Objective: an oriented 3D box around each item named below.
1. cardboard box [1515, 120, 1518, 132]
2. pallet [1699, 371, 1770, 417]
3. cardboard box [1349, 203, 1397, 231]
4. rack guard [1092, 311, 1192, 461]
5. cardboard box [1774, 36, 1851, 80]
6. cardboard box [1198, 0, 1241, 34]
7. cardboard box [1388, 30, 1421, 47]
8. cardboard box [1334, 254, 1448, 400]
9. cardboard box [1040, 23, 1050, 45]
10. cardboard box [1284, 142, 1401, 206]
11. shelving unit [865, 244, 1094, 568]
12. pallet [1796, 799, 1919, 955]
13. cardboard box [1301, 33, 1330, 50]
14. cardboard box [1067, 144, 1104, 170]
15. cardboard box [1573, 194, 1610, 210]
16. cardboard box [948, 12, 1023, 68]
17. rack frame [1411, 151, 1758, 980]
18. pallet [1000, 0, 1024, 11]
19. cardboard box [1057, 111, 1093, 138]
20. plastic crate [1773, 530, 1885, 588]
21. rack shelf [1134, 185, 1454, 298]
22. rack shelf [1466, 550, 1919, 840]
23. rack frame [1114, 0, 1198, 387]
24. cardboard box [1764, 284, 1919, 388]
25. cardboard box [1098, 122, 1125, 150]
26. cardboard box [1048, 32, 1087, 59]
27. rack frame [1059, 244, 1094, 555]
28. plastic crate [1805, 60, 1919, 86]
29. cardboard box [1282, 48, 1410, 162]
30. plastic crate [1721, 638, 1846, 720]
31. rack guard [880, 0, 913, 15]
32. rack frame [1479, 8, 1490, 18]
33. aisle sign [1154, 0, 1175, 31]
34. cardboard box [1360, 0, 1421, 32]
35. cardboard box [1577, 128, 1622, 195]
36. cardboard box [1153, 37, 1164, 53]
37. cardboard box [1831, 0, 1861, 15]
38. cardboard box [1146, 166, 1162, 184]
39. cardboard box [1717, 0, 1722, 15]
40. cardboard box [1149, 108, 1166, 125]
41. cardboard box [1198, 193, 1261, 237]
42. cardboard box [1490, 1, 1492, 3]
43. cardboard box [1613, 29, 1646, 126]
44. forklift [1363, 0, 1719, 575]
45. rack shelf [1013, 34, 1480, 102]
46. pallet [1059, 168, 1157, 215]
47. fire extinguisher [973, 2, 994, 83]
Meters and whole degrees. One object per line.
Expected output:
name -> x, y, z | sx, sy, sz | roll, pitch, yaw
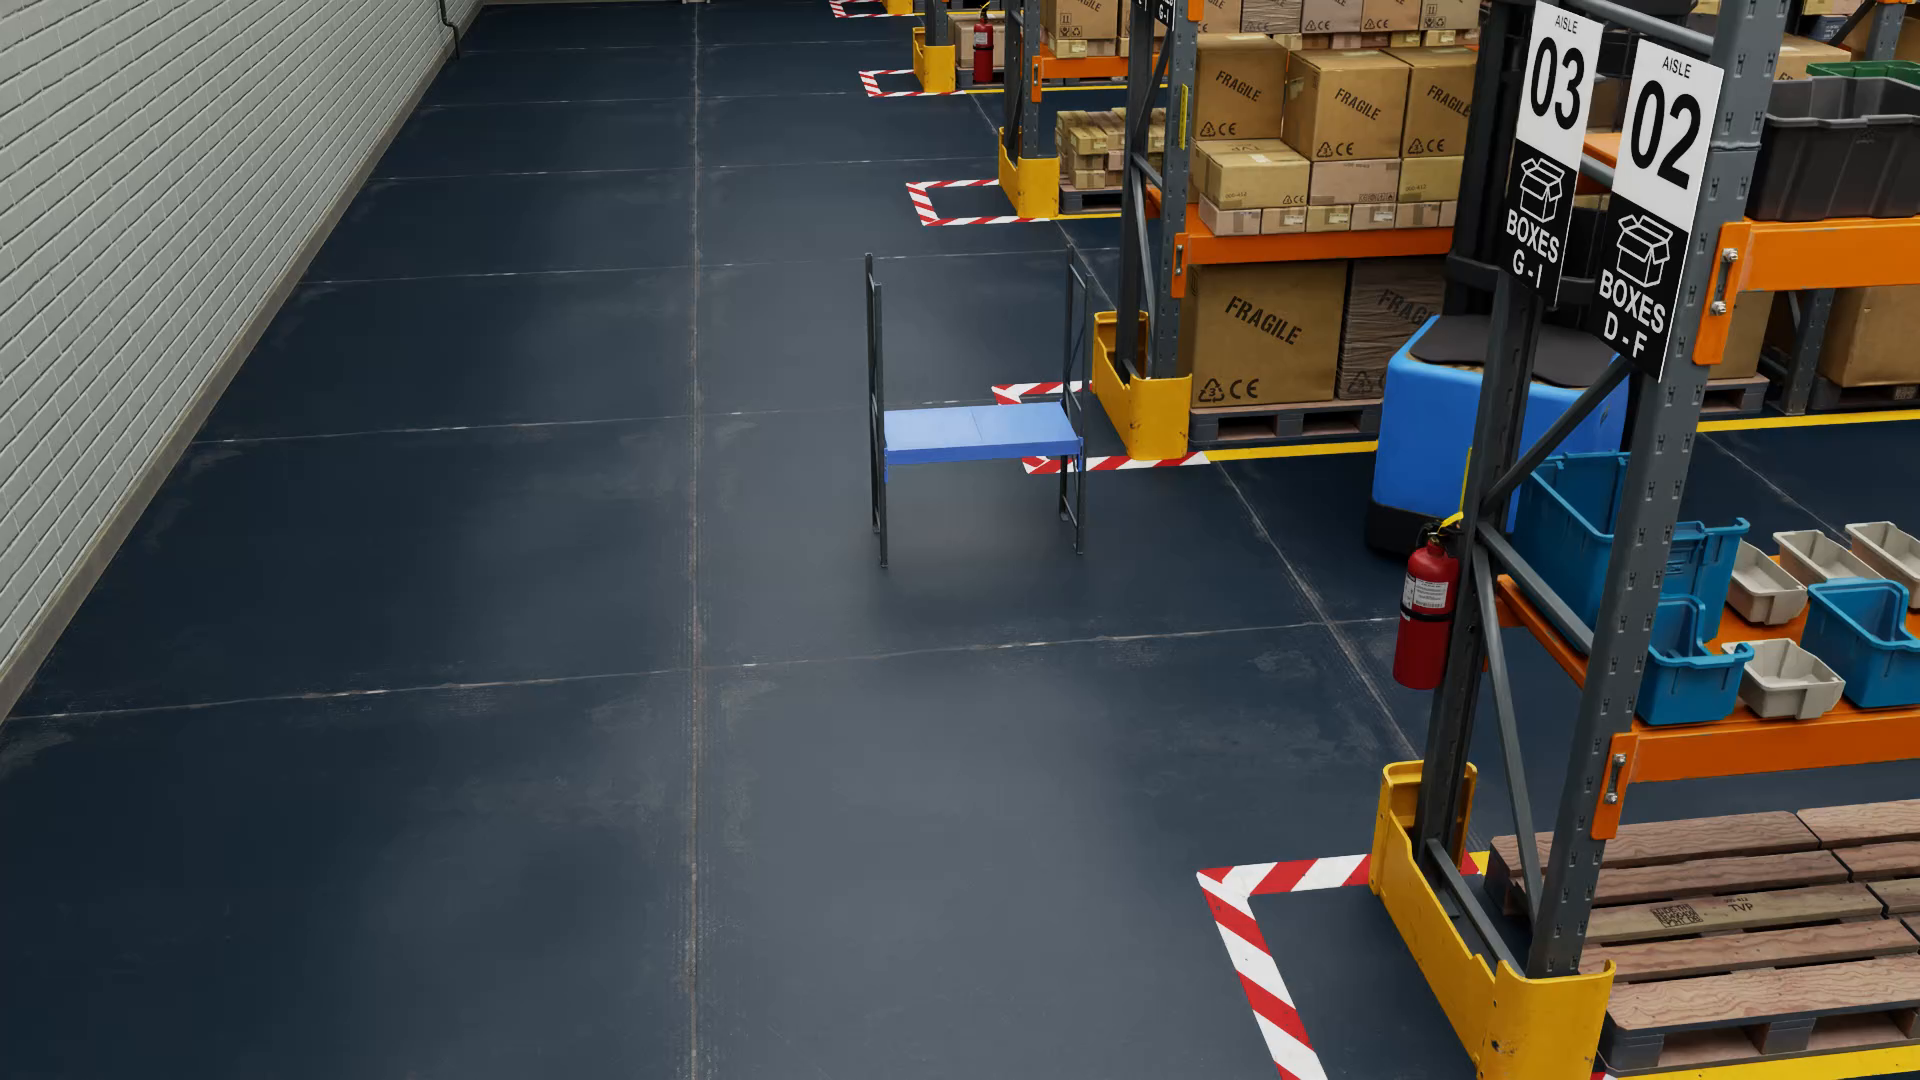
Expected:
cardboard box -> 3.072, -2.381, 9.943 | 0.500, 0.250, 0.500 | -4, 27, -7
pallet -> 4.304, -1.066, 10.596 | 1.213, 0.211, 1.003 | -4, 27, -7
cardboard box -> 2.270, -1.877, 9.398 | 0.250, 0.149, 0.380 | -4, 27, -8
rack guard -> 1.083, -0.952, 10.057 | 0.348, 0.500, 1.175 | -4, 27, -7
cardboard box -> 4.650, -2.569, 9.488 | 0.500, 0.500, 0.500 | -3, 27, -6
cardboard box -> 2.013, -4.465, 13.732 | 0.500, 0.500, 0.500 | -3, 27, -6
cardboard box -> 3.714, -4.277, 14.075 | 0.250, 0.149, 0.380 | -3, 27, -5
cardboard box -> 2.631, -1.442, 10.141 | 0.875, 0.875, 0.875 | -4, 27, -7
cardboard box -> 0.800, -4.351, 14.218 | 0.250, 0.149, 0.380 | -4, 27, -7
cardboard box -> 2.134, -2.075, 9.347 | 0.500, 0.250, 0.500 | -4, 27, -8
shelving unit -> 0.084, -0.673, 8.418 | 1.048, 1.500, 0.538 | -4, 27, -7
pallet -> 3.825, 1.303, 5.978 | 1.213, 0.211, 1.003 | -4, 27, -7
cardboard box -> 2.931, -4.249, 14.020 | 0.250, 0.149, 0.380 | -4, 27, -8
cardboard box -> 1.071, -3.282, 14.197 | 0.250, 0.149, 0.380 | -3, 27, -5
cardboard box -> 3.539, -1.958, 9.556 | 0.250, 0.149, 0.380 | -4, 27, -8
cardboard box -> 0.366, -5.679, 18.879 | 0.875, 0.438, 0.875 | -5, 28, -9
rack frame -> 1.797, 0.174, 5.125 | 0.127, 3.000, 1.000 | -4, 27, -7
pallet -> 1.101, -7.680, 23.487 | 1.213, 0.211, 1.003 | -4, 27, -7
cardboard box -> 1.005, -3.645, 14.580 | 0.250, 0.149, 0.380 | -3, 27, -7
plastic crate -> 2.868, 0.119, 5.456 | 0.243, 0.136, 0.396 | -4, 27, -7
rack shelf -> 3.088, -1.872, 9.901 | 4.000, 0.370, 1.077 | -4, 27, -7
rack shelf -> 3.778, 0.367, 5.538 | 4.000, 0.370, 1.077 | -4, 27, -7
rack frame -> 1.107, -2.065, 9.489 | 0.127, 3.000, 1.000 | -4, 27, -7
cardboard box -> 5.699, -1.611, 10.471 | 0.875, 0.875, 1.225 | -4, 27, -7
cardboard box -> 1.339, -3.449, 14.197 | 0.250, 0.149, 0.380 | -3, 27, -6
cardboard box -> 0.883, -4.075, 13.680 | 0.250, 0.149, 0.380 | -4, 27, -8
rack frame -> 0.588, -0.705, 8.481 | 0.032, 1.500, 0.500 | -4, 27, -7
plastic crate -> 2.734, -1.258, 4.863 | 0.336, 0.188, 0.450 | -4, 27, -7
cardboard box -> 2.115, -2.405, 9.168 | 0.500, 0.500, 0.500 | -4, 27, -8
plastic crate -> 2.417, 0.415, 4.879 | 0.298, 0.136, 0.250 | -4, 27, -7
rack guard -> -0.894, -7.682, 23.173 | 0.348, 0.500, 1.175 | -4, 27, -7
rack frame -> 4.477, -4.568, 14.367 | 0.127, 3.000, 1.000 | -4, 27, -7
aisle sign -> 1.078, -3.082, 8.623 | 0.004, 0.787, 0.394 | -4, 27, -7
cardboard box -> 3.523, -4.554, 13.905 | 0.500, 0.500, 0.500 | -4, 27, -9
cardboard box -> 3.650, -2.172, 9.536 | 0.500, 0.250, 0.500 | -3, 27, -6
cardboard box -> 1.640, -4.181, 13.887 | 0.250, 0.149, 0.380 | -2, 27, -5
cardboard box -> 7.513, -4.627, 14.297 | 0.250, 0.149, 0.380 | -3, 27, -6
cardboard box -> 1.572, -3.193, 14.351 | 0.250, 0.149, 0.380 | -3, 27, -7
cardboard box -> 6.474, -4.561, 14.168 | 0.250, 0.149, 0.380 | -5, 28, -9
cardboard box -> 1.766, -3.697, 14.681 | 0.250, 0.149, 0.380 | -5, 28, -9
cardboard box -> 1.505, -1.827, 9.300 | 0.250, 0.149, 0.380 | -3, 27, -7
cardboard box -> 4.843, -4.758, 14.553 | 0.250, 0.149, 0.380 | -4, 27, -8
cardboard box -> 4.069, -2.776, 9.892 | 0.500, 0.500, 0.500 | -4, 27, -7
forklift -> 3.260, -1.704, 8.860 | 1.130, 2.935, 3.031 | 15, 31, 26
rack shelf -> 2.497, -4.121, 14.284 | 4.000, 0.370, 1.077 | -4, 27, -7
pallet -> 1.401, -3.114, 14.587 | 1.213, 0.211, 1.003 | -4, 27, -7
fire extinguisher -> 0.202, -4.306, 14.350 | 0.183, 0.674, 0.296 | -4, 27, -7
